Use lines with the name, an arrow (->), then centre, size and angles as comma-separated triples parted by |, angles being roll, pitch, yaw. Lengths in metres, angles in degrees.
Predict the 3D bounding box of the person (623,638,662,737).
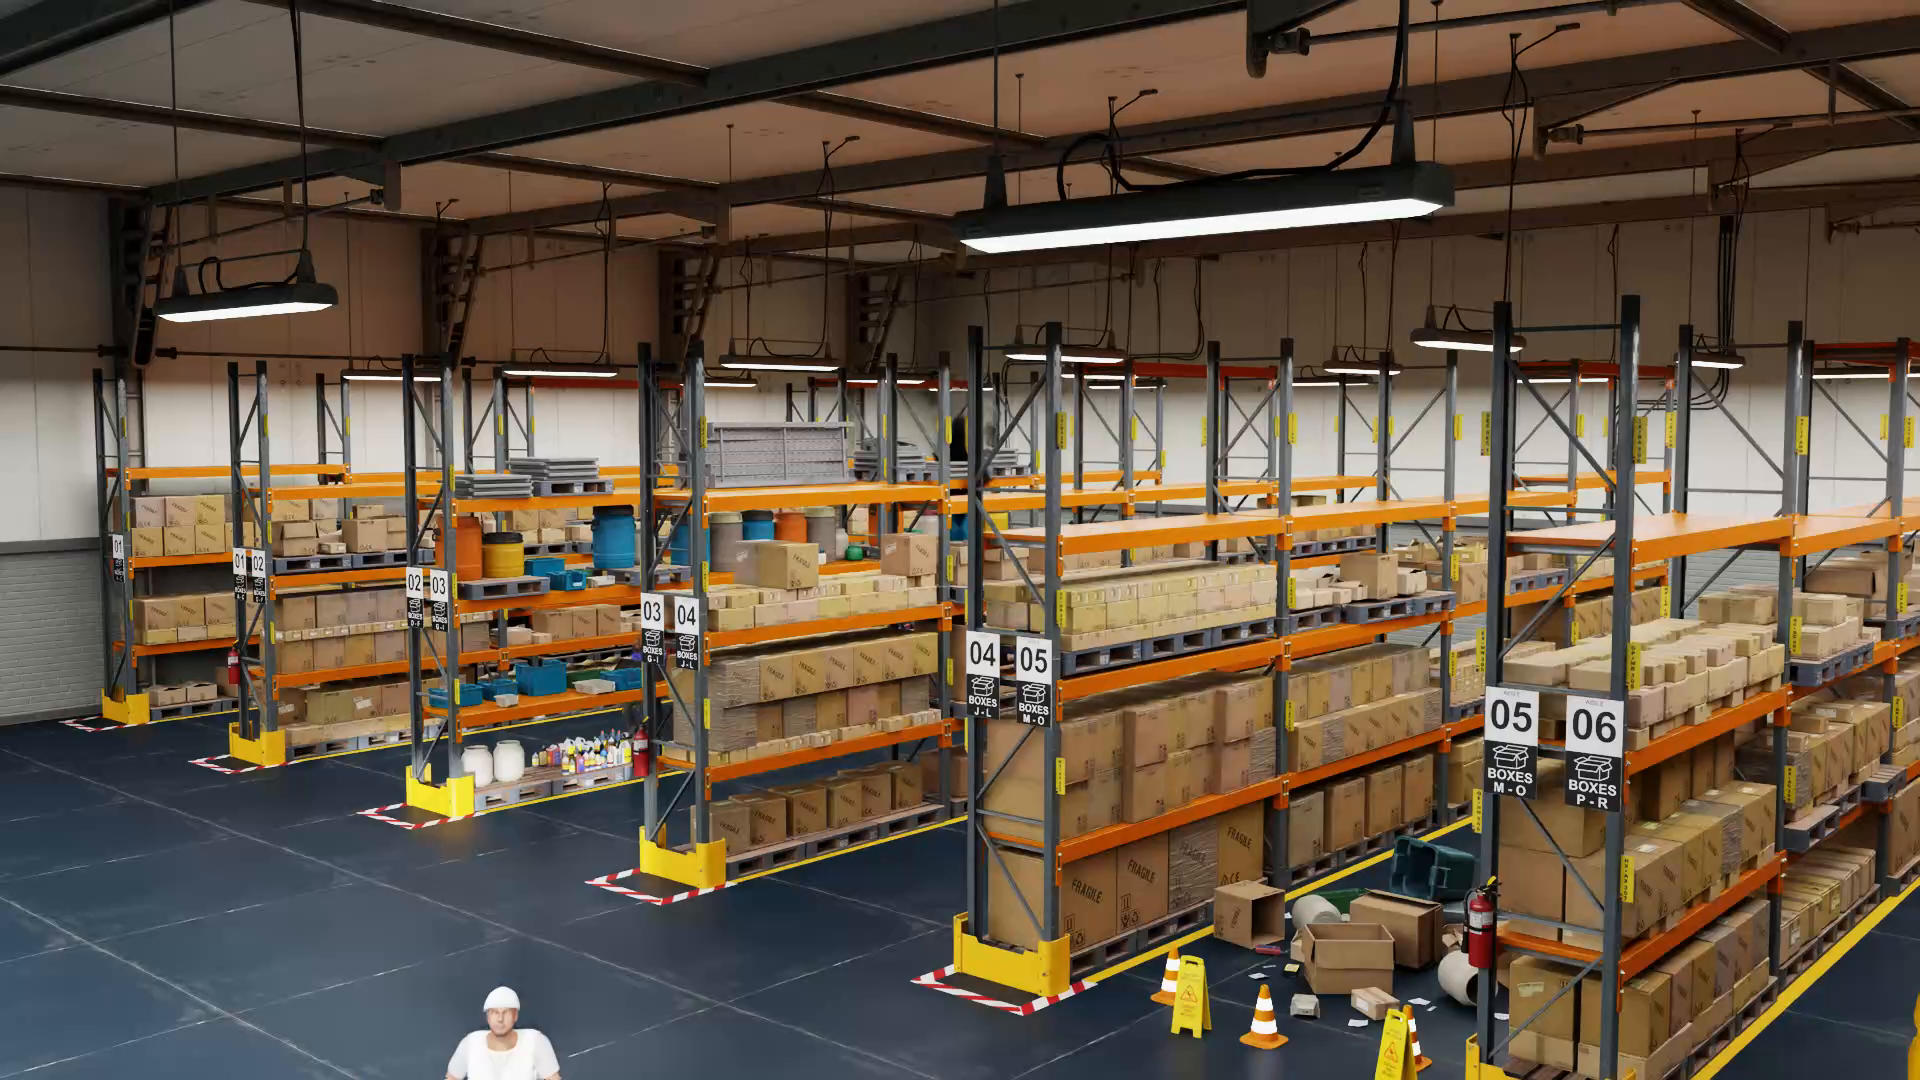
person -> -5.181, 2.379, 26.890 | 0.584, 1.613, 0.749 | 3, 5, 35

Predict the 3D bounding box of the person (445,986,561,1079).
person -> -2.754, 3.557, 9.994 | 0.685, 1.750, 0.789 | -1, 4, -10
